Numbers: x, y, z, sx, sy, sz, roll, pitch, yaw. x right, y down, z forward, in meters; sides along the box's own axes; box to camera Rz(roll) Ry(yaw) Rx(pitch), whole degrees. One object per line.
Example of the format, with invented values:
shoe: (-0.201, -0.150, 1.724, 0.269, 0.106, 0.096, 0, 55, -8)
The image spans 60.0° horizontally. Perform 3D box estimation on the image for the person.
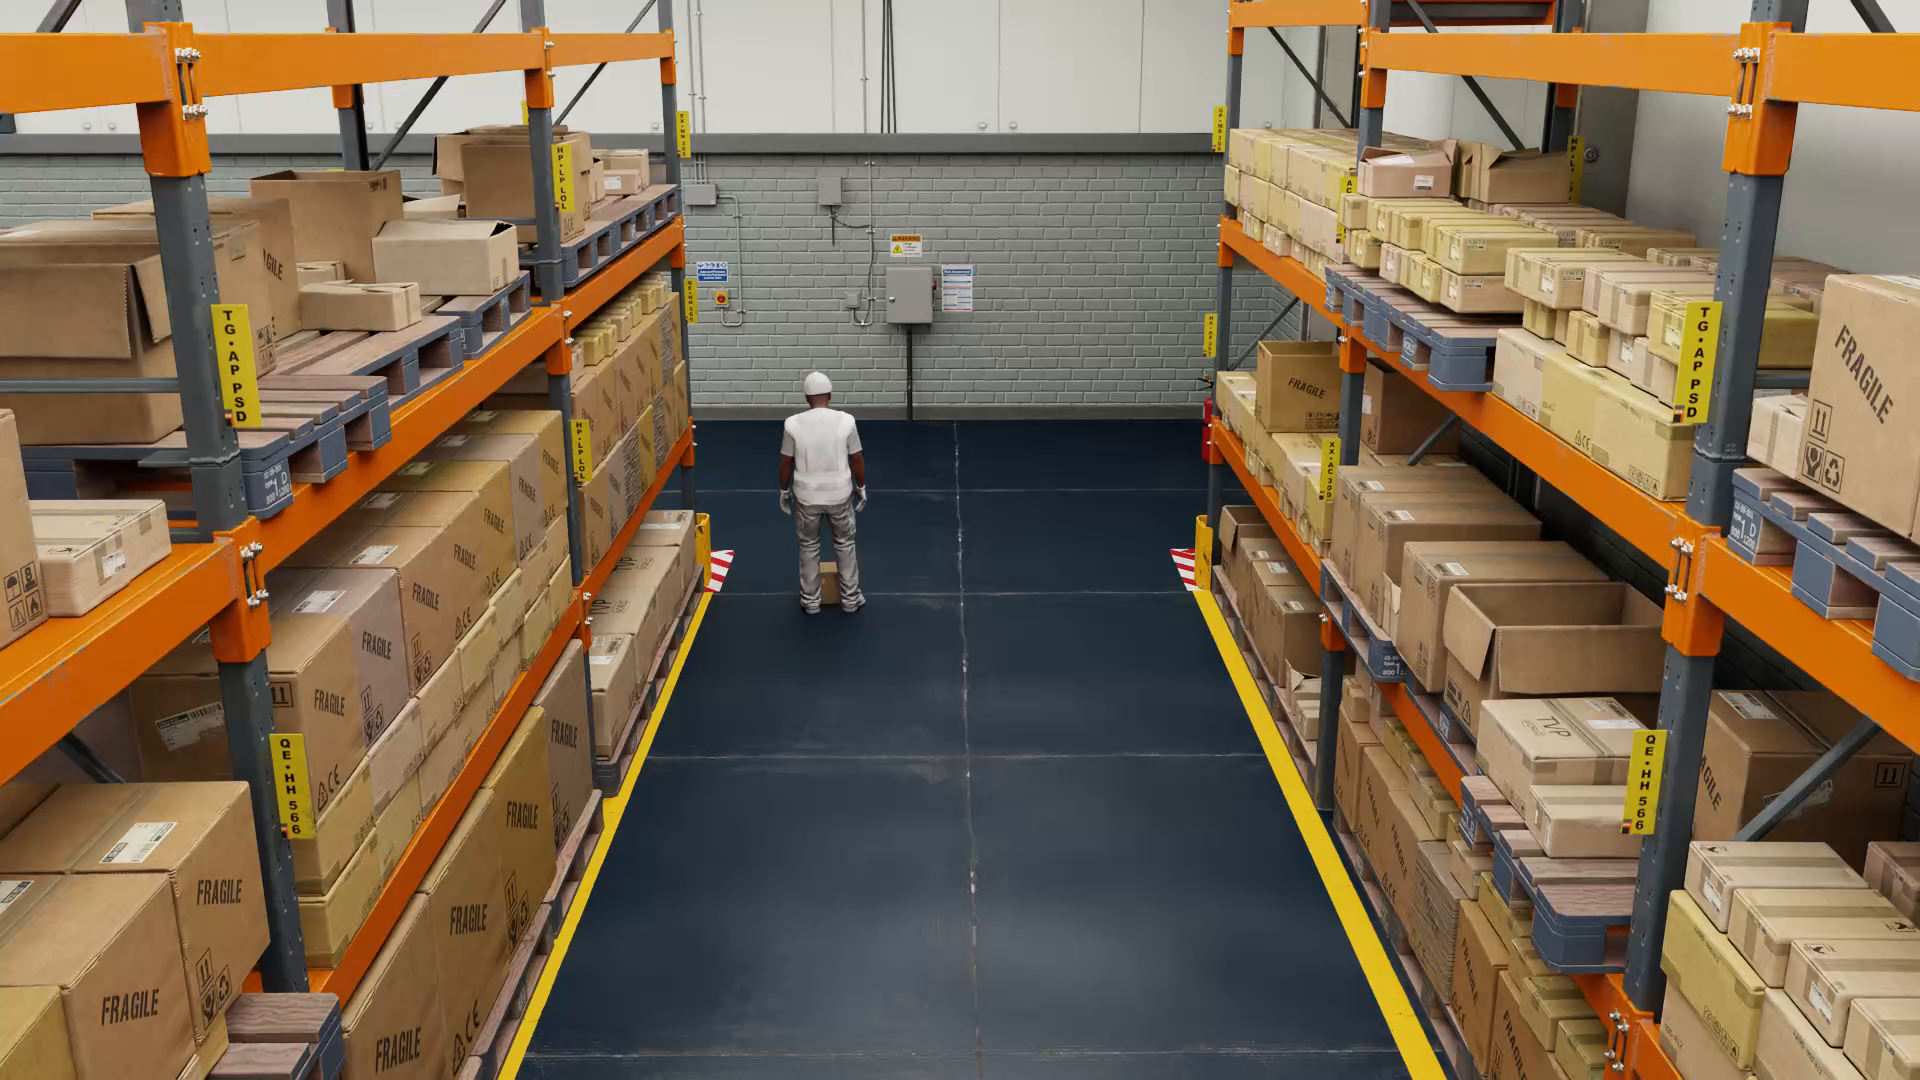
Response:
person: (-0.998, -0.337, 12.128, 0.633, 1.775, 0.447, -1, 17, -5)
